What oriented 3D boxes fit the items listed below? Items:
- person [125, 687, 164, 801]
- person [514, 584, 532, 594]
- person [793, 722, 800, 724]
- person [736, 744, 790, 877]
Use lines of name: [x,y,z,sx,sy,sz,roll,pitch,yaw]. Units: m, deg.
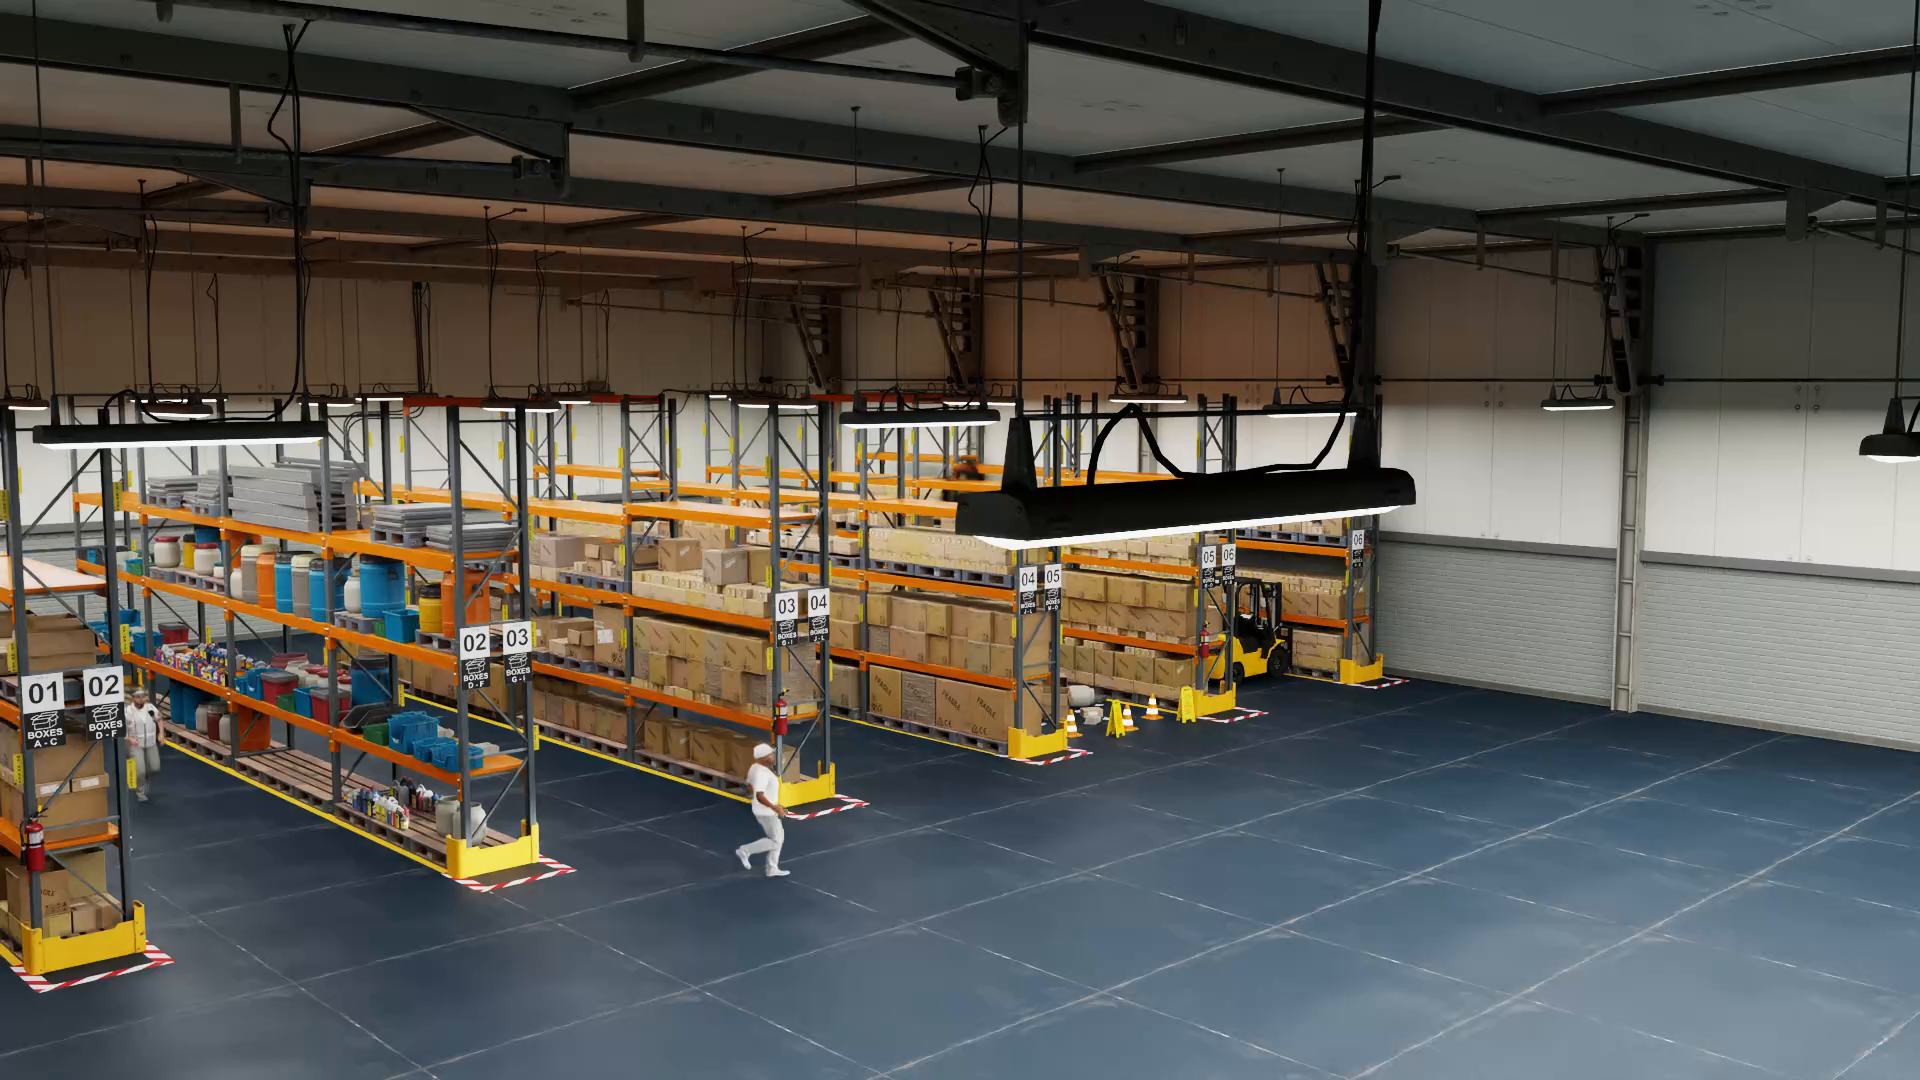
person: [-12.299,3.046,24.989,0.606,1.729,0.713,5,8,43]
person: [-10.602,1.575,40.246,0.711,1.808,0.916,3,6,31]
person: [-3.038,2.537,30.523,0.710,1.697,0.563,-5,8,-43]
person: [-2.517,3.442,21.110,0.703,1.729,0.700,-2,6,-15]
